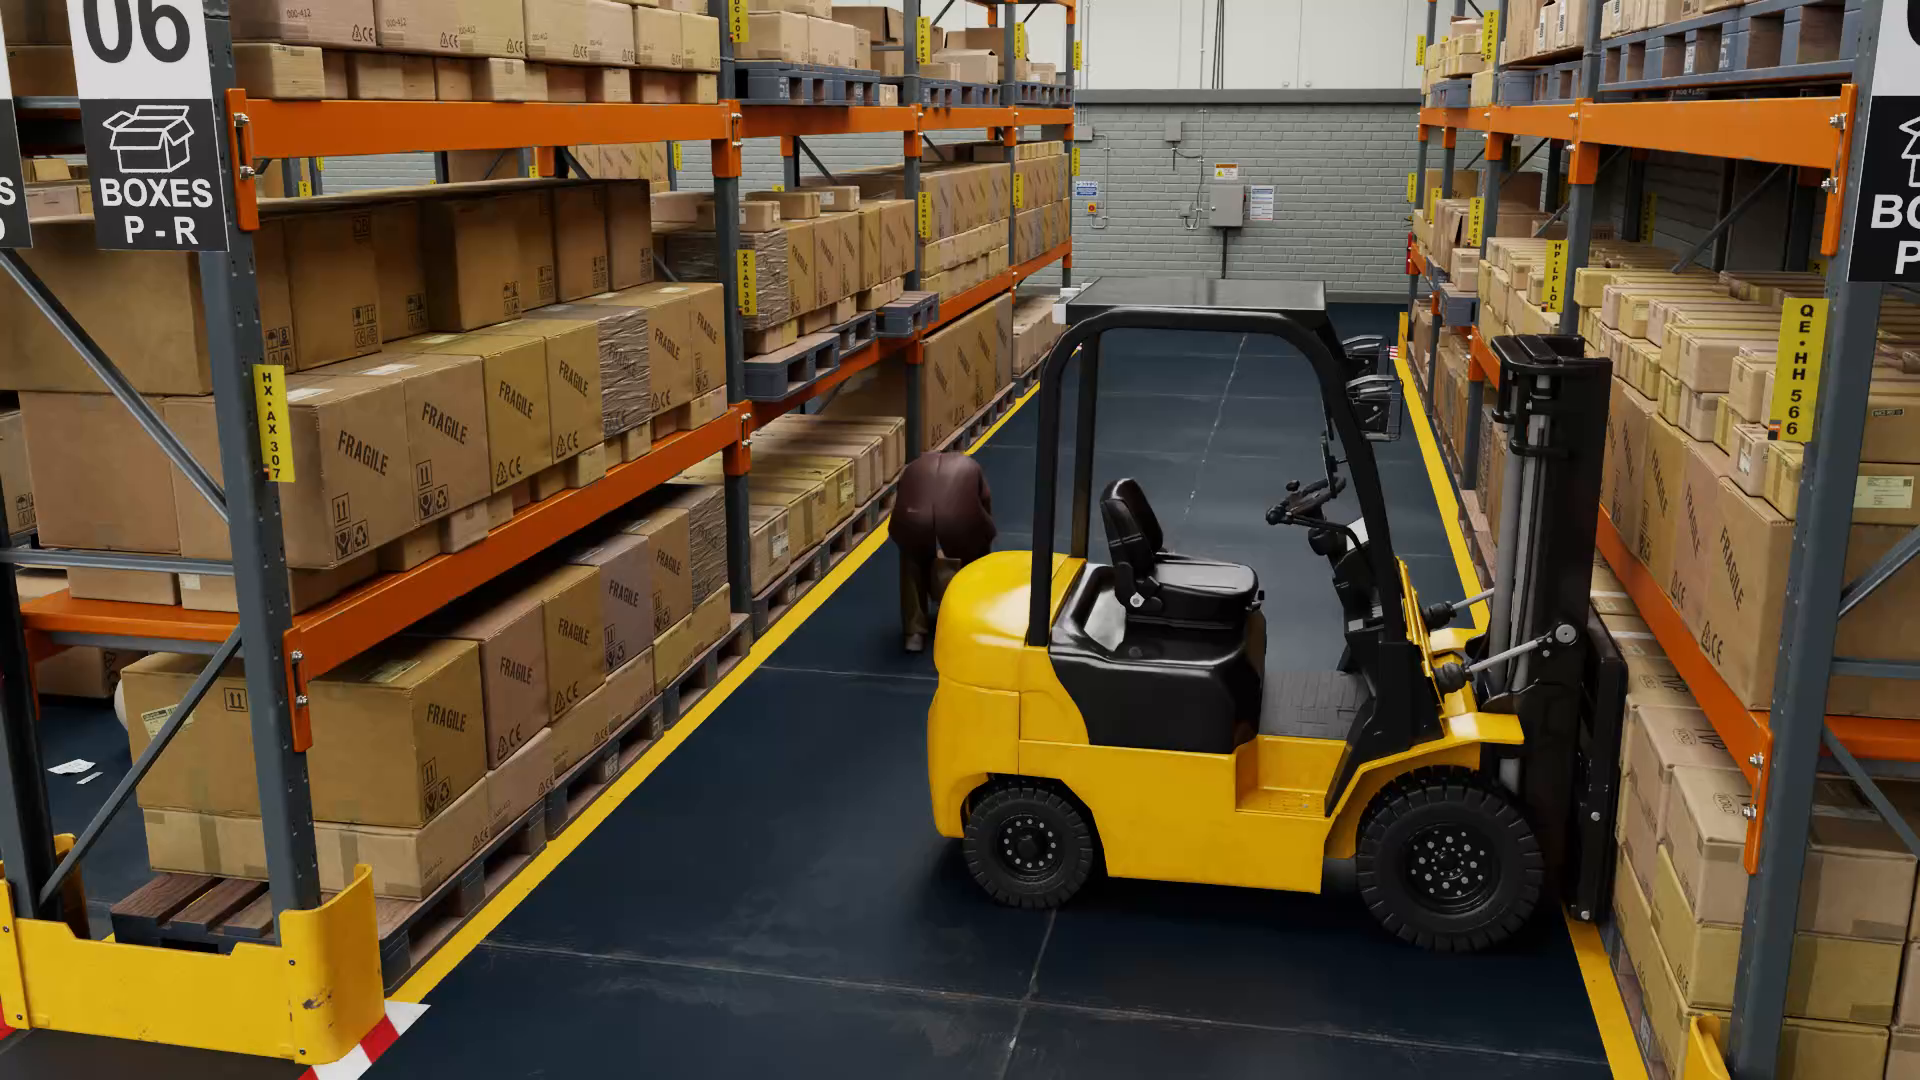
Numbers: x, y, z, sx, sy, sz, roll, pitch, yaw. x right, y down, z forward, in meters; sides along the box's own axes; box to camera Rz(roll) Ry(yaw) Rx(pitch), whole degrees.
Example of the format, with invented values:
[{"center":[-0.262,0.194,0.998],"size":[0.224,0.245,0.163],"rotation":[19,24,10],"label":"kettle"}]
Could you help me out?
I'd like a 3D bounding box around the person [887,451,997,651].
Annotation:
[{"center":[-0.073,0.008,8.960],"size":[0.585,1.052,0.946],"rotation":[2,15,7],"label":"person"}]
